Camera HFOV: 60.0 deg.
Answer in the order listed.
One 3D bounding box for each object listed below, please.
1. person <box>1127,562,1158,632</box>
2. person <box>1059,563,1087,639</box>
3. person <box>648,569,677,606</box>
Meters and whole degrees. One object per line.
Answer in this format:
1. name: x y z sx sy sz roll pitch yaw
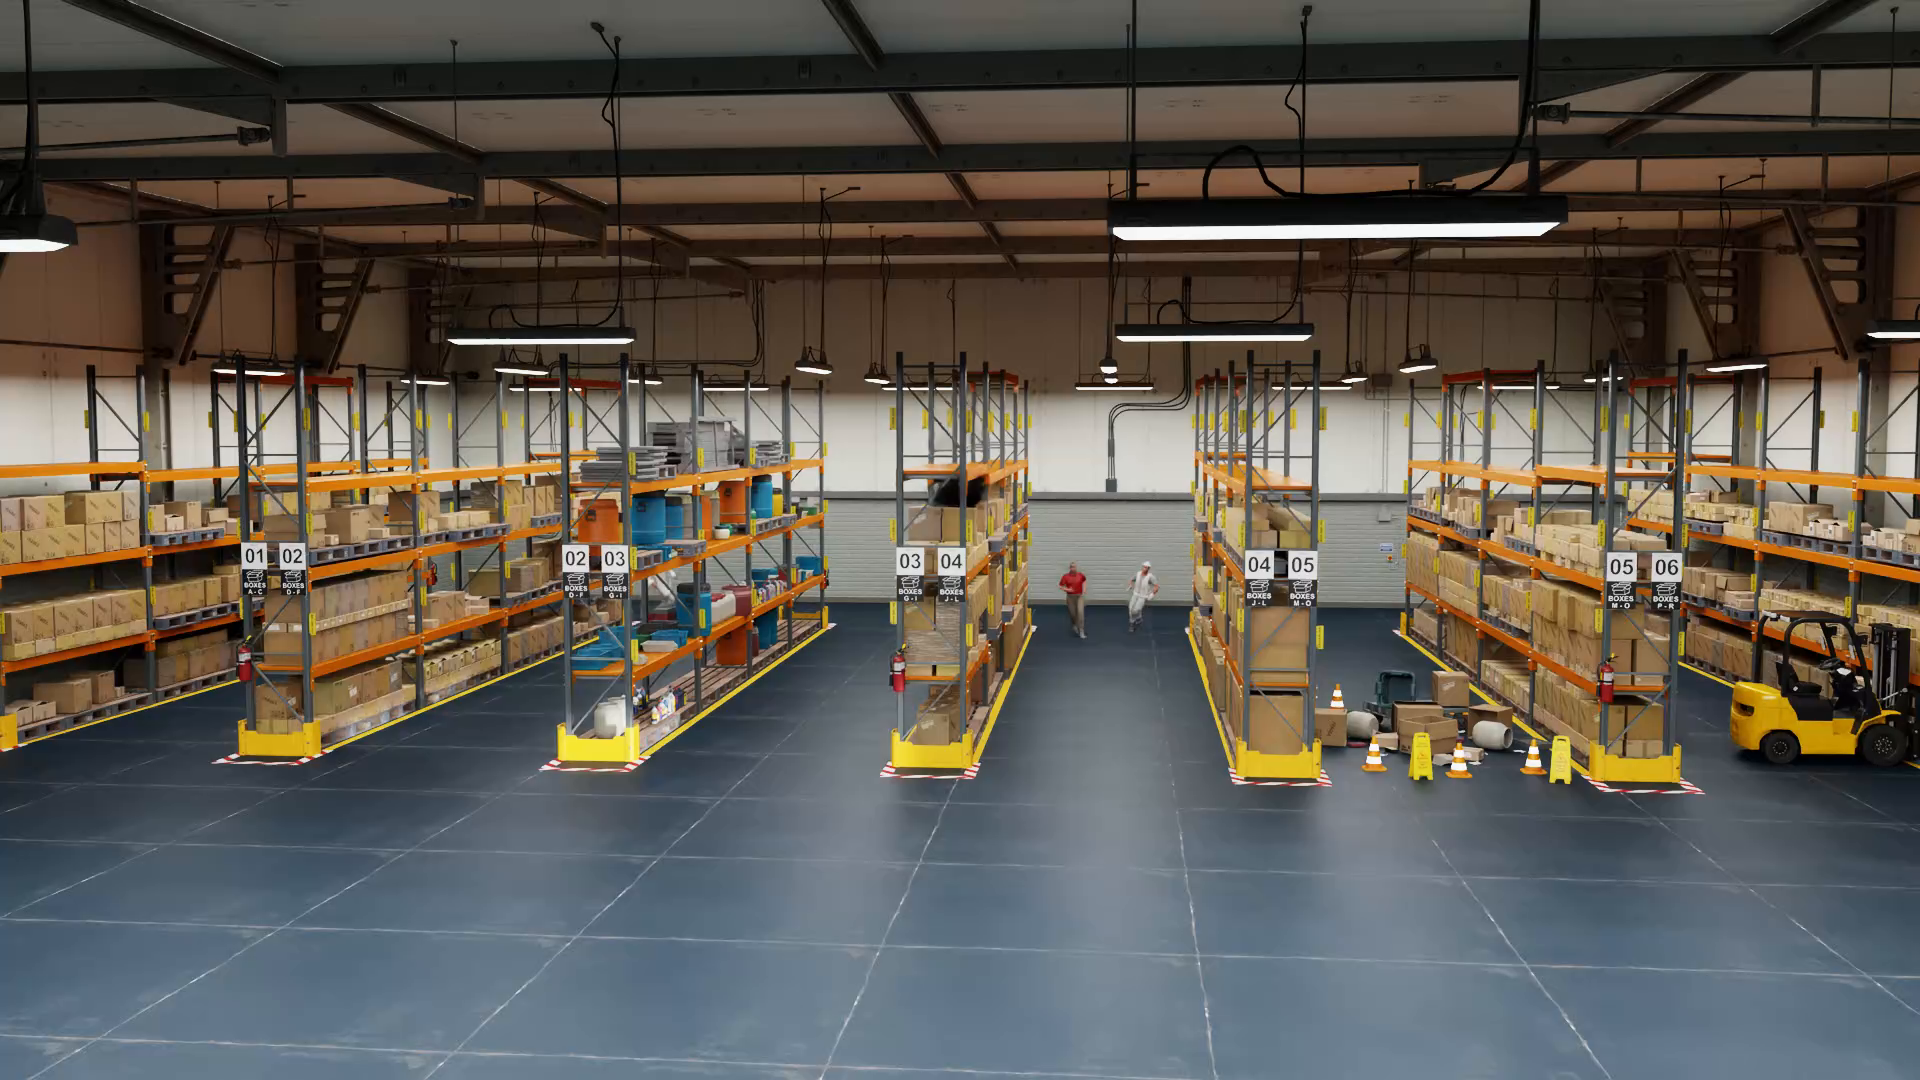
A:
1. person: 4.276 1.355 39.463 0.733 1.698 0.503 3 5 33
2. person: 2.649 1.385 38.775 0.669 1.727 0.970 0 4 -2
3. person: -7.464 1.205 41.712 0.788 1.760 0.827 2 5 28
